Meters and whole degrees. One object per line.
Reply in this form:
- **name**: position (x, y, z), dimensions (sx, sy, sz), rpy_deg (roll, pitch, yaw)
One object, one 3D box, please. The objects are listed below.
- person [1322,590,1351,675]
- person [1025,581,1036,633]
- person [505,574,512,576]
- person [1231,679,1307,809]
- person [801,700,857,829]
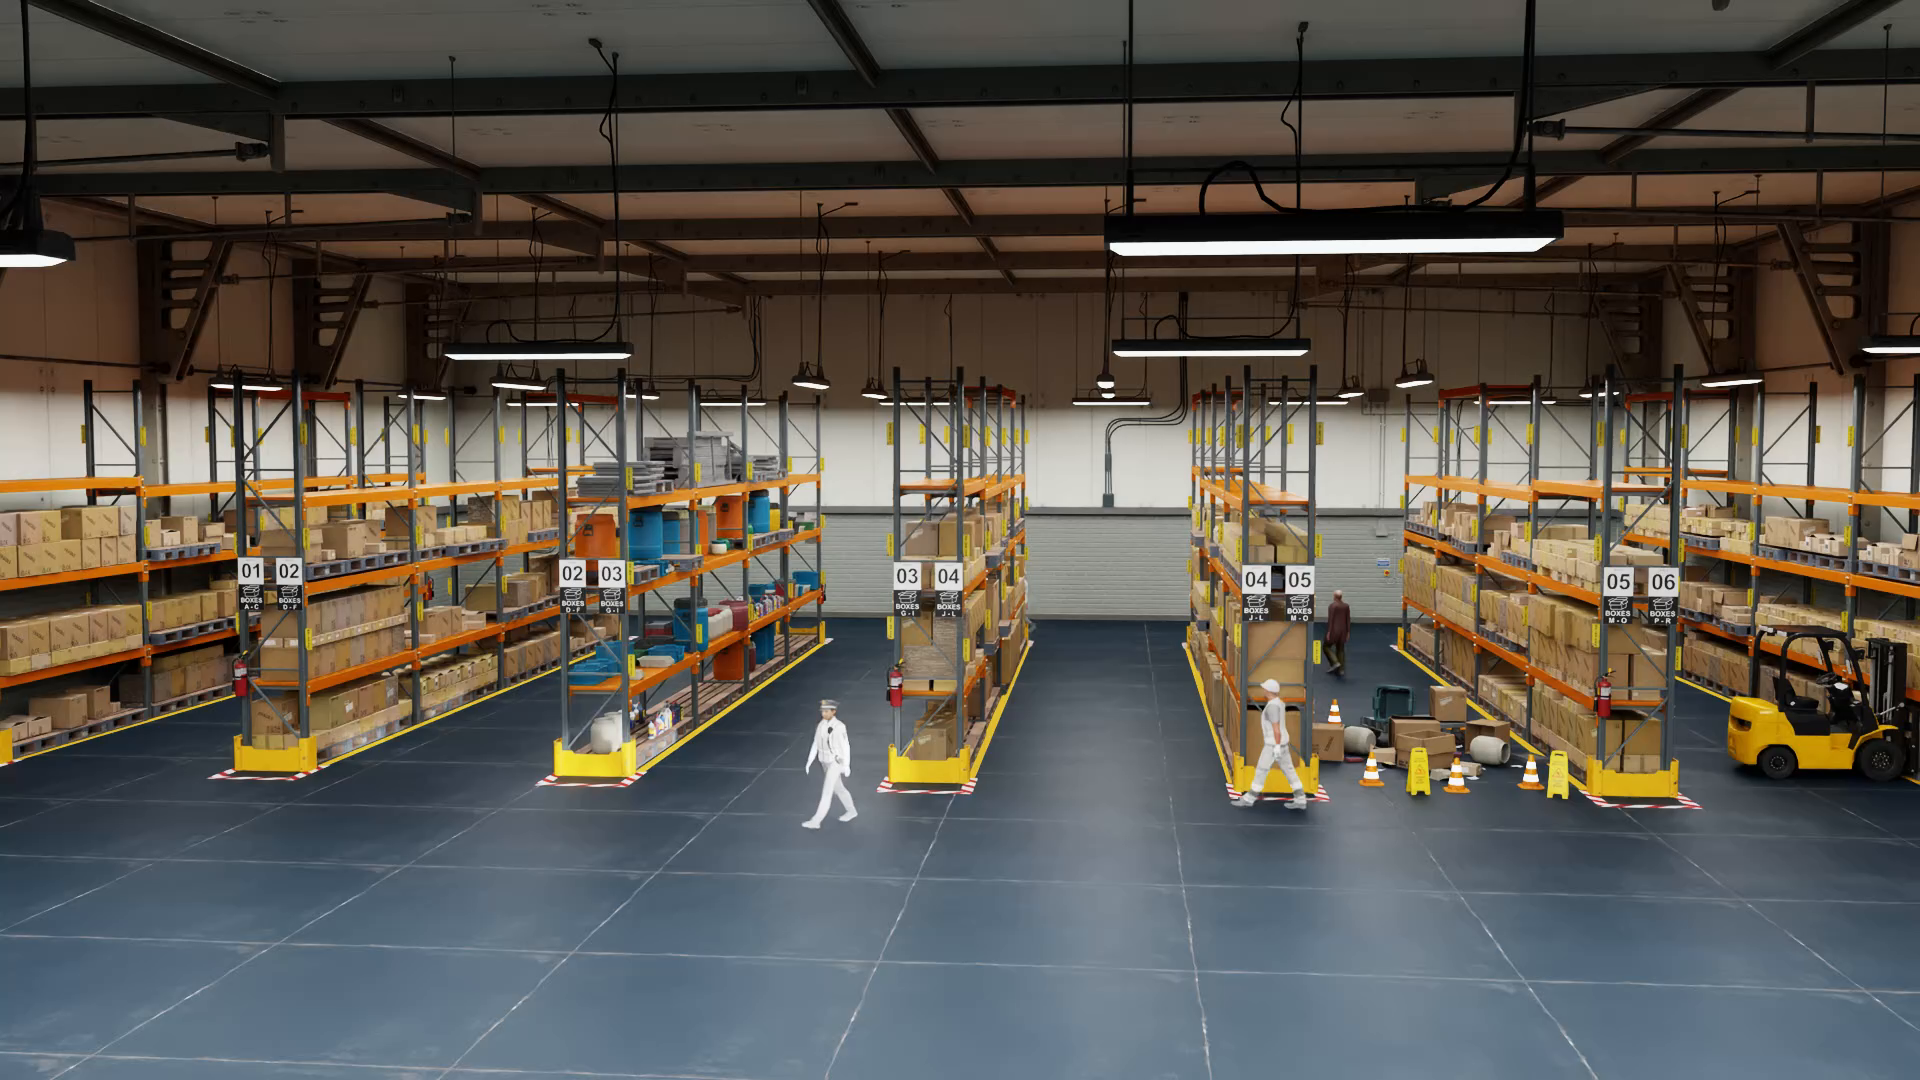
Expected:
- **person**: position (7.950, 1.988, 34.964), dimensions (0.638, 1.676, 0.532), rpy_deg (-2, 4, -26)
- **person**: position (1.495, 1.547, 41.539), dimensions (0.961, 1.740, 0.513), rpy_deg (-1, 4, -20)
- **person**: position (-10.678, 1.682, 39.291), dimensions (0.609, 1.769, 0.489), rpy_deg (2, 4, 30)
- **person**: position (4.159, 2.721, 22.292), dimensions (0.987, 1.724, 0.602), rpy_deg (2, 4, 23)
- **person**: position (-1.701, 2.846, 21.274), dimensions (1.037, 1.620, 0.514), rpy_deg (-3, 5, -39)
